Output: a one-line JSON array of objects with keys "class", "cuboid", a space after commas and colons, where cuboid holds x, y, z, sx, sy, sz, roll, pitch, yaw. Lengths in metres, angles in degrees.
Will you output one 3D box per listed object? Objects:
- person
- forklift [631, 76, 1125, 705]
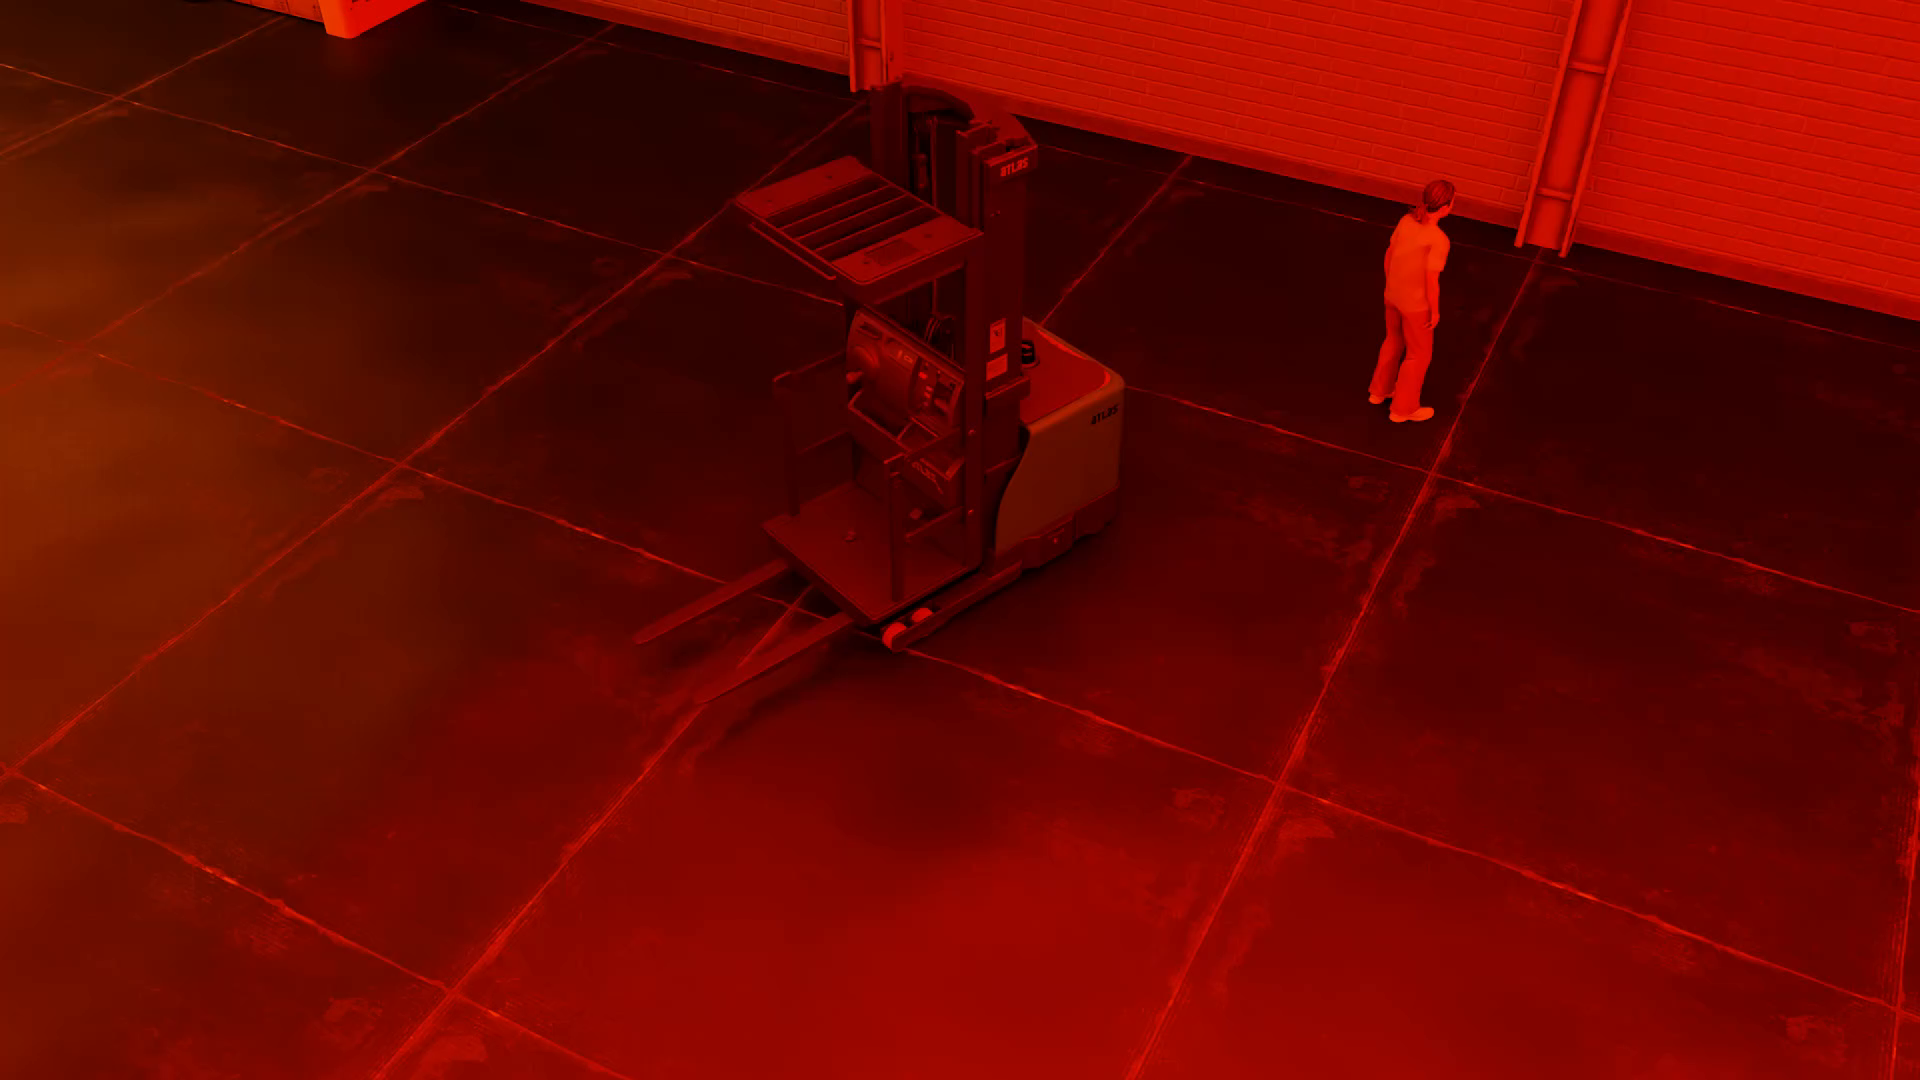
[{"class": "person", "cuboid": [2.951, -1.560, 10.818, 0.363, 1.672, 0.500, -18, 43, -20]}, {"class": "forklift", "cuboid": [-0.465, -0.867, 9.016, 3.031, 2.935, 1.130, -29, 48, -30]}]
